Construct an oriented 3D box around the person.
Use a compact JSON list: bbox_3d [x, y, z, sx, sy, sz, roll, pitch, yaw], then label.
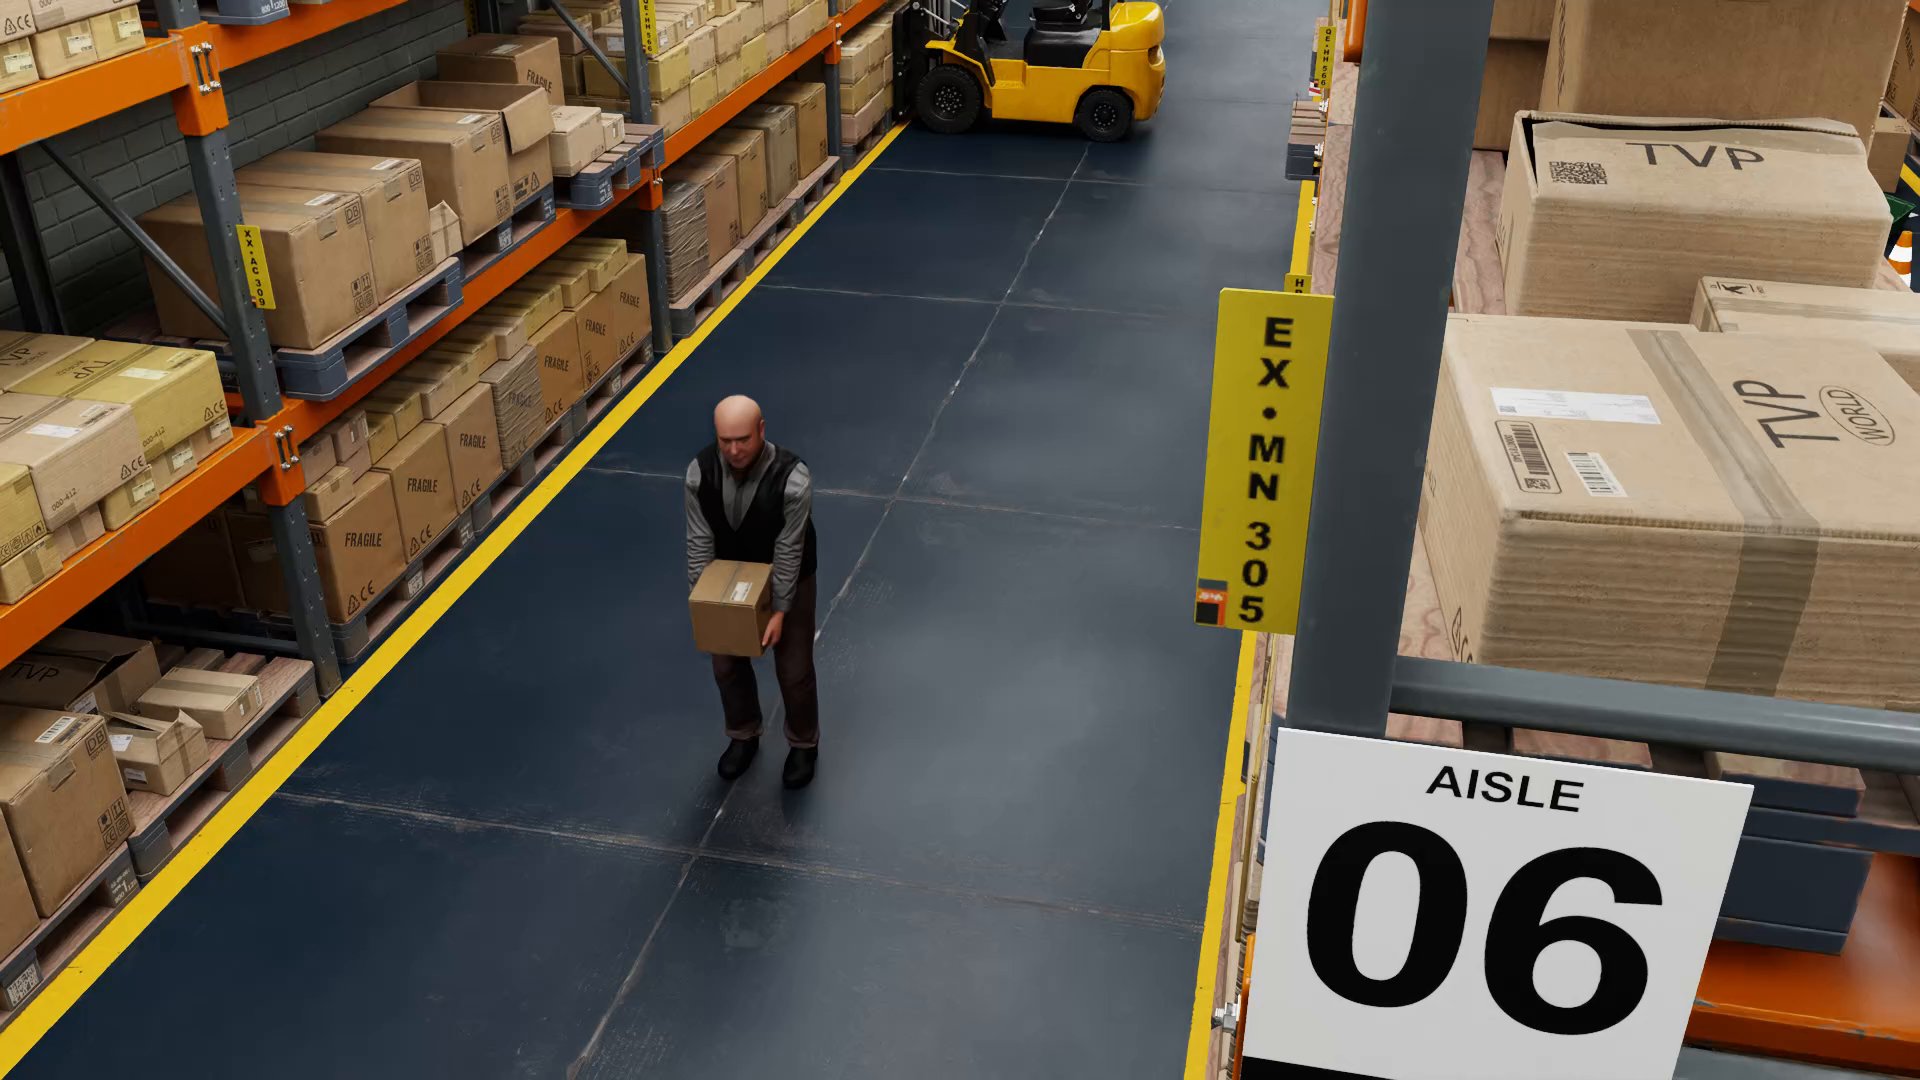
[{"bbox_3d":[-0.774,0.207,6.308,0.479,1.691,0.573,5,29,10],"label":"person"}]
